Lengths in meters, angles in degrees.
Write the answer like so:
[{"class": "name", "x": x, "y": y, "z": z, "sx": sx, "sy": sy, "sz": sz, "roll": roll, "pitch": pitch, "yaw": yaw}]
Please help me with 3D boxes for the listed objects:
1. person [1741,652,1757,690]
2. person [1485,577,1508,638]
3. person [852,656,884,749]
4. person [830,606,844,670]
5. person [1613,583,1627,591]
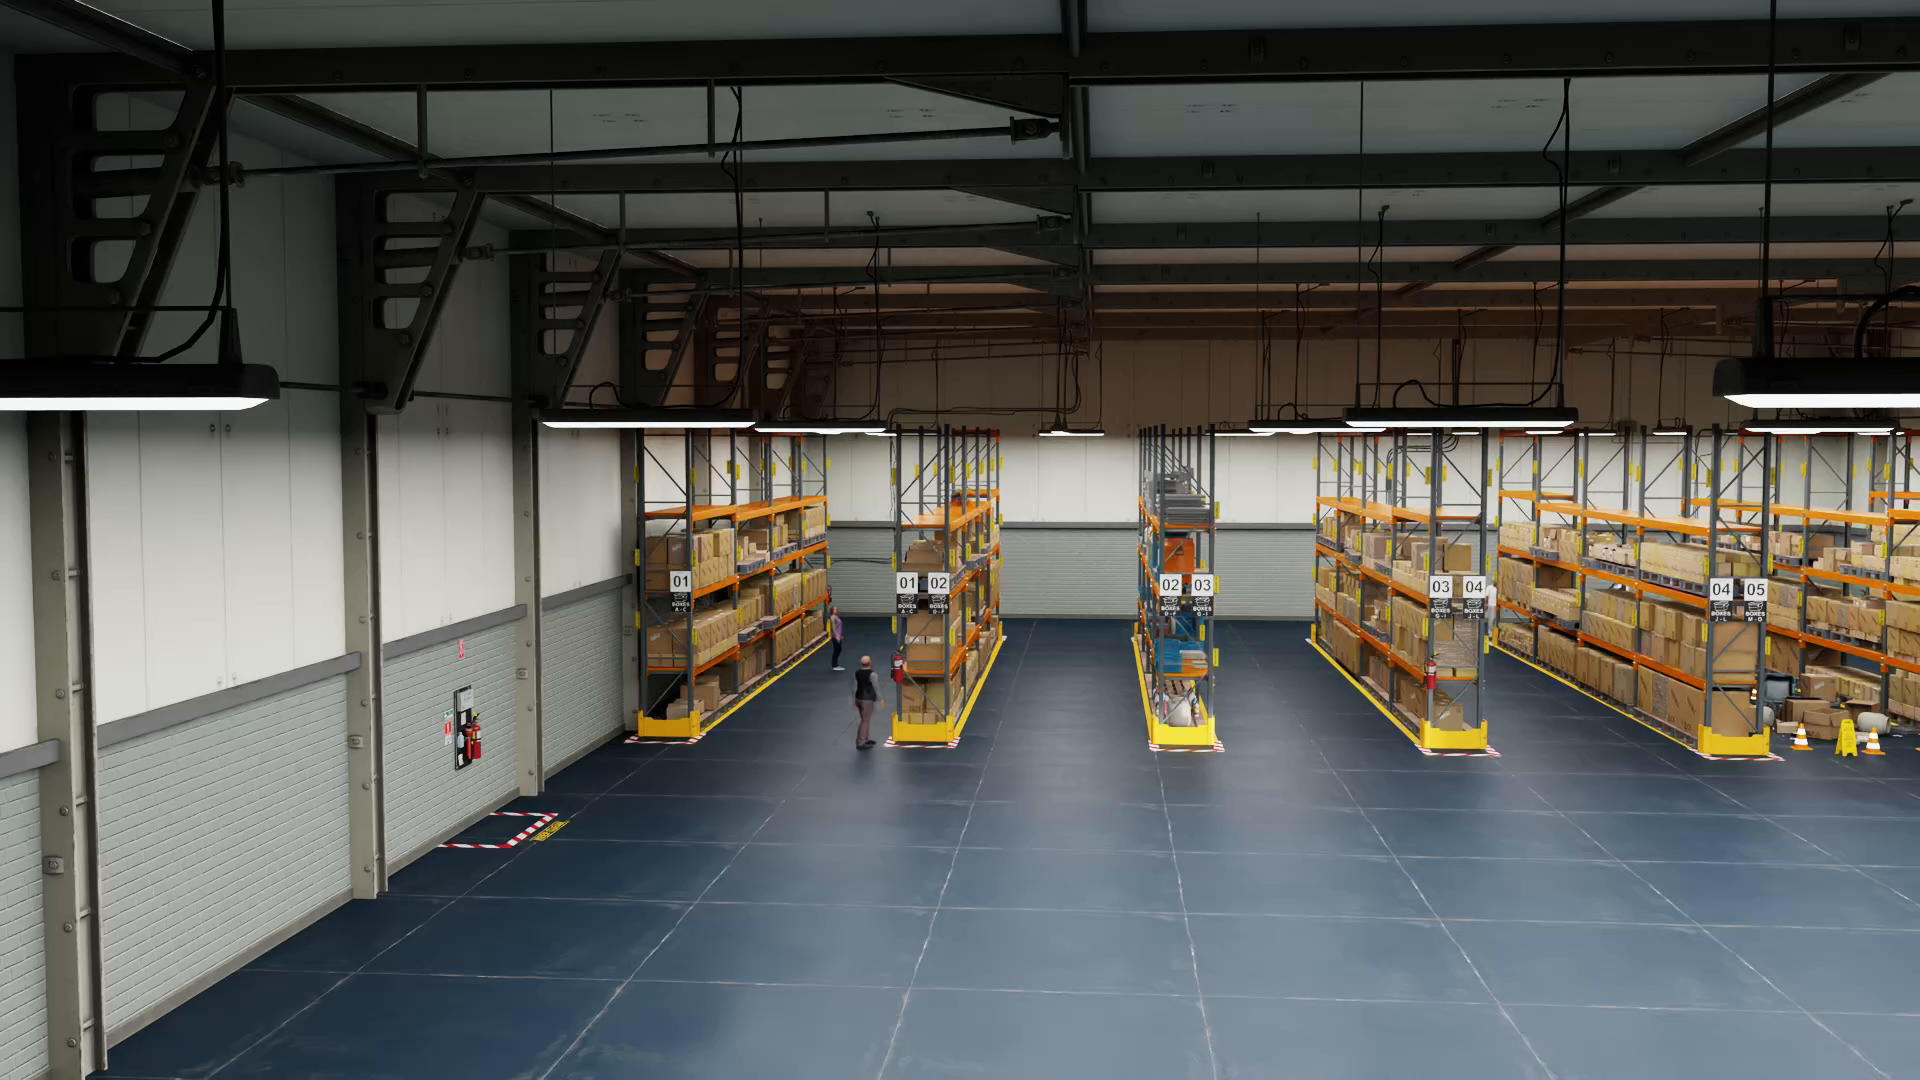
[{"class": "person", "x": 17.859, "y": 2.607, "z": 37.743, "sx": 0.531, "sy": 1.675, "sz": 0.658, "roll": -1, "pitch": 4, "yaw": -10}, {"class": "person", "x": 15.499, "y": 1.920, "z": 48.016, "sx": 0.630, "sy": 1.779, "sz": 0.558, "roll": 0, "pitch": 3, "yaw": 3}, {"class": "person", "x": -1.690, "y": 2.993, "z": 30.845, "sx": 0.581, "sy": 1.710, "sz": 0.607, "roll": -2, "pitch": 4, "yaw": -34}, {"class": "person", "x": -3.043, "y": 2.440, "z": 41.105, "sx": 0.362, "sy": 1.612, "sz": 0.479, "roll": 0, "pitch": 3, "yaw": 1}, {"class": "person", "x": 19.222, "y": 1.888, "z": 48.457, "sx": 0.653, "sy": 1.742, "sz": 0.598, "roll": 0, "pitch": 3, "yaw": -2}]
